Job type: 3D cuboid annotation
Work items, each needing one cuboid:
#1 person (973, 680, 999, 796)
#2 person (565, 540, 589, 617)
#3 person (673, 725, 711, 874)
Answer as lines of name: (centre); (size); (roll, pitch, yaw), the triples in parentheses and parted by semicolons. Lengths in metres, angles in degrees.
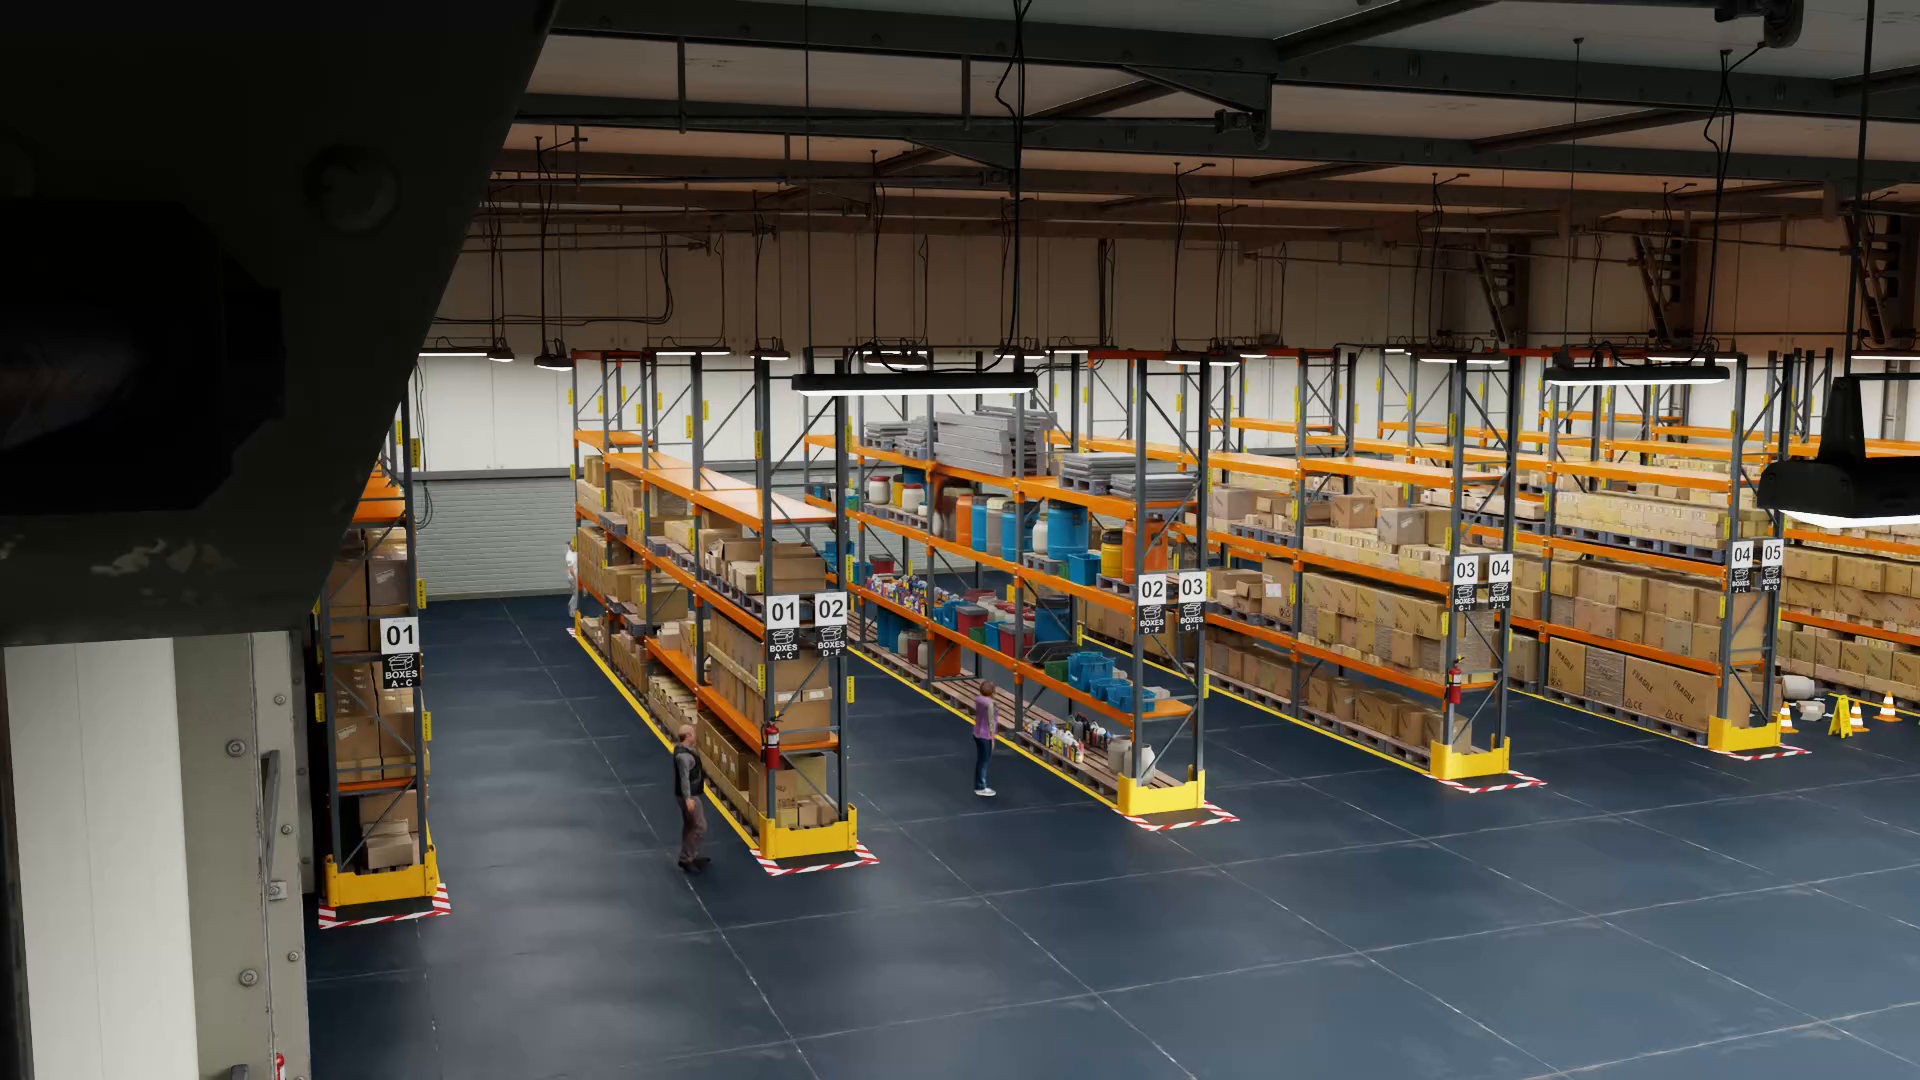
person: (0.349, 2.711, 22.779); (0.322, 1.608, 0.431); (-4, 8, -26)
person: (-8.524, 0.848, 37.041); (0.484, 1.775, 0.570); (-1, 7, -11)
person: (-3.189, 3.043, 19.748); (0.415, 1.742, 0.590); (-1, 7, -8)
